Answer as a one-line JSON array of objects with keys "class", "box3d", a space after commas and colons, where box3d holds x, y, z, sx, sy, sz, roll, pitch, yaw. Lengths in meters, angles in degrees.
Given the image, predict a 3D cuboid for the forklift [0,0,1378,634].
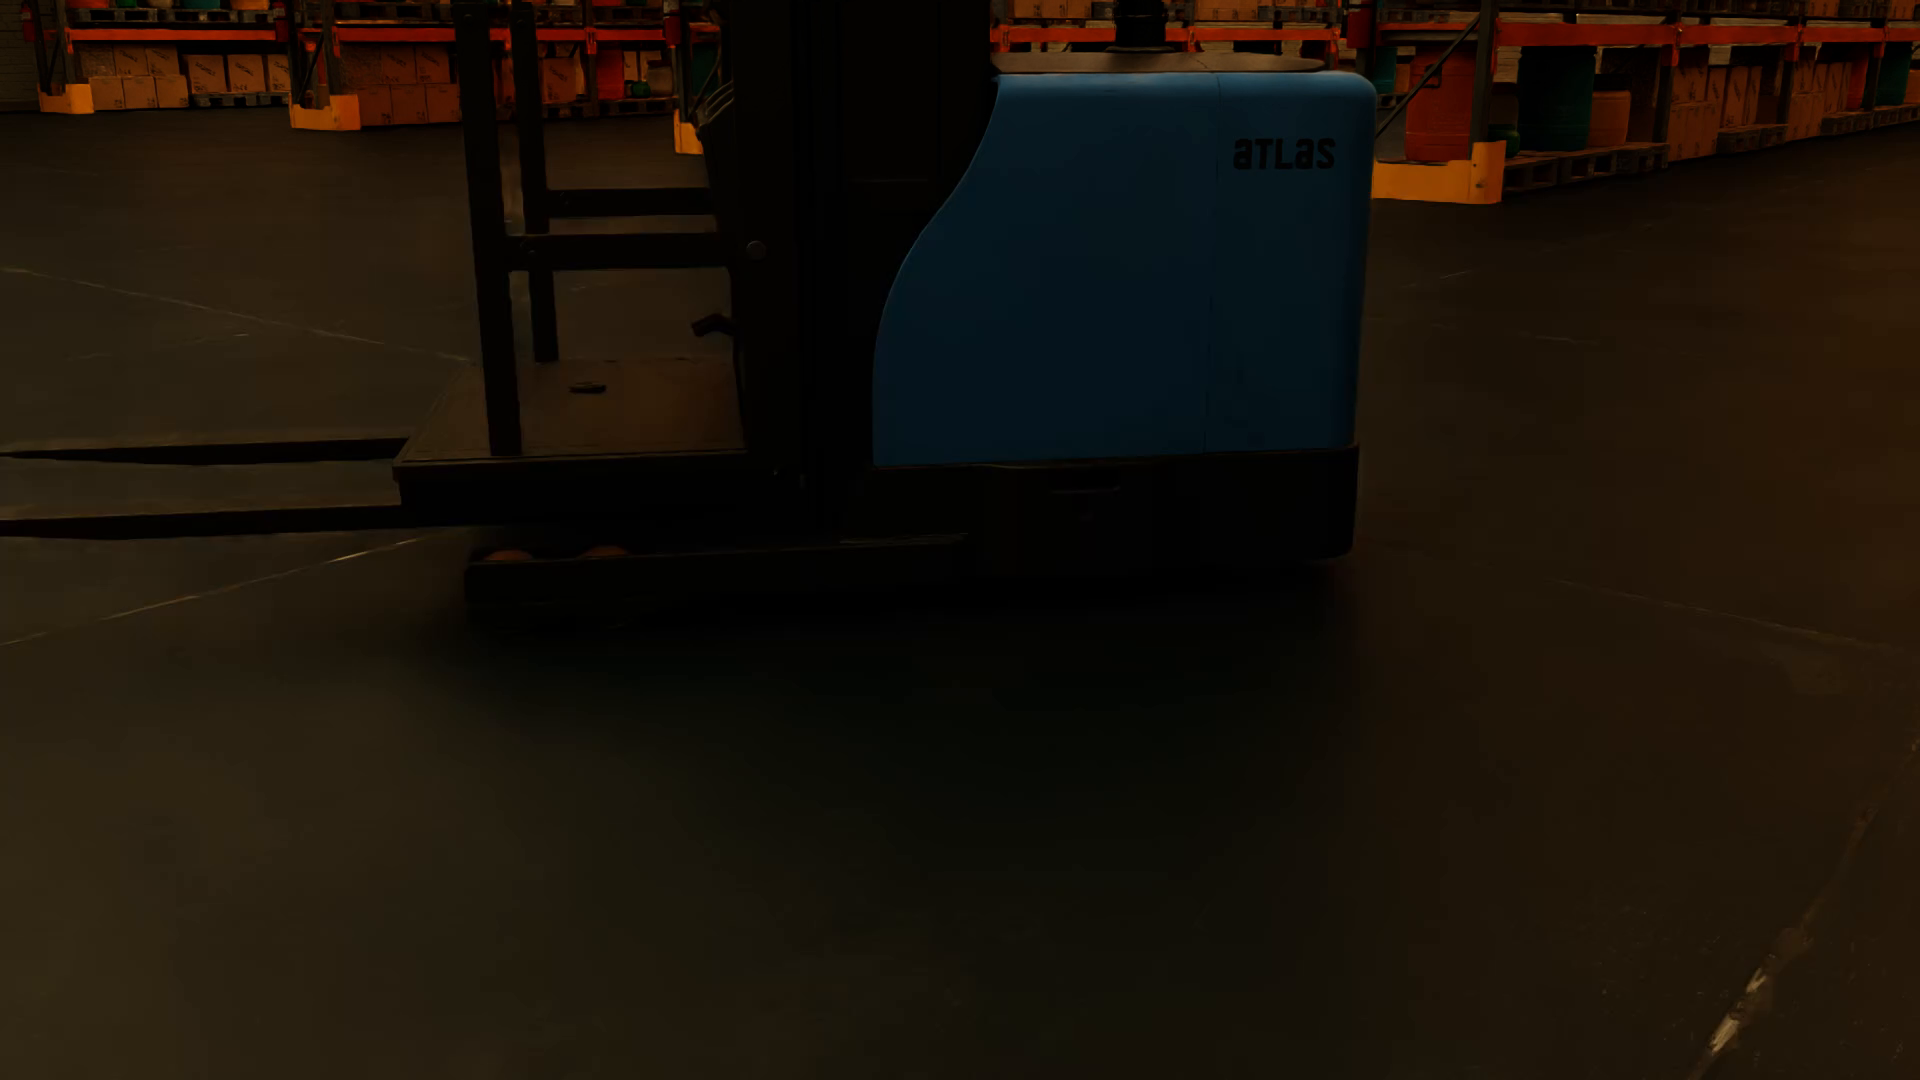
[{"class": "forklift", "box3d": [-0.701, -1.379, 3.439, 3.031, 2.935, 1.130, -3, 17, -8]}]
